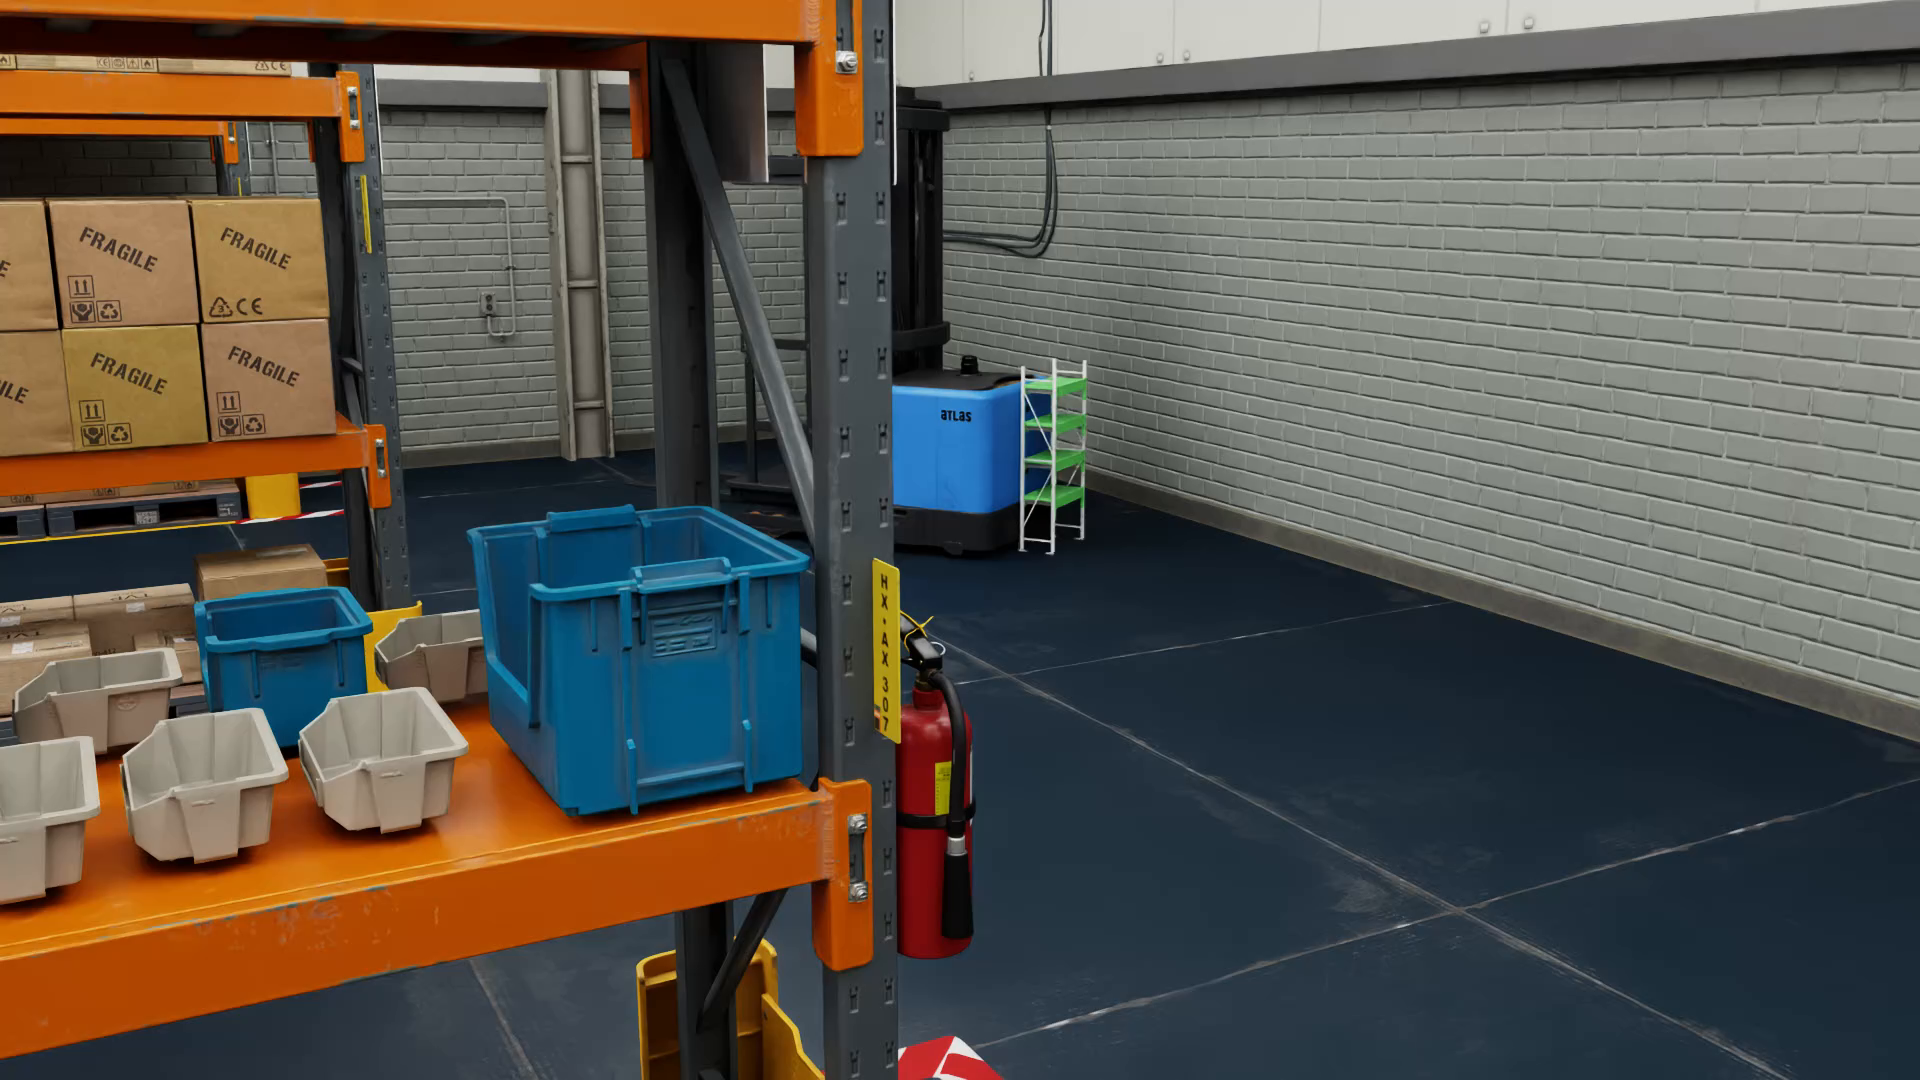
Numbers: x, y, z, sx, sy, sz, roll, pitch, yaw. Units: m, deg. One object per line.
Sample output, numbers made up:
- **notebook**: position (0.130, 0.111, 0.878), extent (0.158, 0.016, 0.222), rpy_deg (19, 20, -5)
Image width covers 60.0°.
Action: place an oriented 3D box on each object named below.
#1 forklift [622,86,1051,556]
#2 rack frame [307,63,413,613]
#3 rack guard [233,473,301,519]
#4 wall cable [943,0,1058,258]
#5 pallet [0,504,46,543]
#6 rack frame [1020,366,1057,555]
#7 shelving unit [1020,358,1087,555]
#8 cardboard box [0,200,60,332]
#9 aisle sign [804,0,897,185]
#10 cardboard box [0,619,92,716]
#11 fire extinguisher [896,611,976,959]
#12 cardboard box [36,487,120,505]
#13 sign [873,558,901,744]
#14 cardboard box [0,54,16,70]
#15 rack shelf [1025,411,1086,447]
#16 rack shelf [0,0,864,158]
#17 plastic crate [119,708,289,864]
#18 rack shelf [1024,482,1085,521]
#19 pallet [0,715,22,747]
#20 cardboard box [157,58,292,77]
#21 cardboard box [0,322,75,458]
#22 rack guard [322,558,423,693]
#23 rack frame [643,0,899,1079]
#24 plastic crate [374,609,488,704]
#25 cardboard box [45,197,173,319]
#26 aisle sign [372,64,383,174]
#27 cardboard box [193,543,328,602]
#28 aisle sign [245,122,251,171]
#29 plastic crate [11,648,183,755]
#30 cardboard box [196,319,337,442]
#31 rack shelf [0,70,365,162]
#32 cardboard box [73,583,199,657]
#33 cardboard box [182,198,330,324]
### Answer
- **forklift**: position (-0.930, -1.535, 11.254), extent (3.031, 2.935, 1.130), rpy_deg (6, 14, 27)
- **rack frame**: position (-2.781, -0.779, 7.737), extent (0.127, 3.000, 1.000), rpy_deg (-7, 14, -28)
- **rack guard**: position (-5.136, -0.516, 12.263), extent (0.348, 0.500, 1.175), rpy_deg (-7, 14, -28)
- **wall cable**: position (-0.022, -3.671, 13.997), extent (0.112, 2.526, 3.097), rpy_deg (-7, 14, -28)
- **pallet**: position (-6.891, -0.146, 11.276), extent (1.213, 0.211, 1.003), rpy_deg (-7, 14, -28)
- **rack frame**: position (0.499, -0.503, 10.612), extent (0.240, 1.200, 0.015), rpy_deg (6, 14, 26)
- **shelving unit**: position (0.609, -0.551, 10.824), extent (0.258, 1.200, 0.503), rpy_deg (6, 14, 26)
- **cardboard box**: position (-3.935, -1.107, 6.690), extent (0.500, 0.500, 0.500), rpy_deg (-6, 14, -26)
- **aisle sign**: position (-0.207, -1.043, 2.991), extent (0.004, 0.787, 0.394), rpy_deg (-7, 14, -28)
- **cardboard box**: position (-3.988, 0.547, 7.107), extent (0.500, 0.250, 0.500), rpy_deg (-7, 14, -28)
- **fire extinguisher**: position (-0.060, 0.468, 3.225), extent (0.183, 0.674, 0.296), rpy_deg (-7, 14, -28)
- **cardboard box**: position (-6.163, -0.573, 11.559), extent (0.500, 0.500, 0.700), rpy_deg (-7, 14, -28)
- **sign**: position (-0.133, 0.201, 3.012), extent (0.005, 0.325, 0.100), rpy_deg (-7, 14, -28)
- **cardboard box**: position (-3.982, -1.958, 6.489), extent (0.500, 0.250, 0.500), rpy_deg (-7, 14, -28)
- **rack shelf**: position (0.609, -0.723, 10.786), extent (0.258, 0.148, 0.480), rpy_deg (6, 14, 26)
- **rack shelf**: position (-2.166, -0.726, 2.308), extent (4.000, 0.370, 1.077), rpy_deg (-7, 14, -28)
- **plastic crate**: position (-1.301, 0.424, 2.857), extent (0.243, 0.136, 0.396), rpy_deg (-7, 14, -28)
- **rack shelf**: position (0.609, -0.254, 10.891), extent (0.258, 0.148, 0.480), rpy_deg (6, 14, 26)
- **pallet**: position (-4.616, 0.801, 7.068), extent (1.213, 0.211, 1.003), rpy_deg (-7, 14, -28)
- **cardboard box**: position (-3.105, -2.064, 6.958), extent (0.500, 0.250, 0.500), rpy_deg (-7, 14, -28)
- **cardboard box**: position (-3.938, -0.621, 6.810), extent (0.500, 0.500, 0.500), rpy_deg (-7, 14, -27)
- **rack guard**: position (-2.847, 0.449, 7.976), extent (0.348, 0.500, 1.175), rpy_deg (-7, 14, -28)
- **rack frame**: position (-0.409, 0.177, 3.491), extent (0.053, 2.616, 0.949), rpy_deg (-7, 14, -28)
- **plastic crate**: position (-1.106, 0.256, 3.604), extent (0.298, 0.136, 0.250), rpy_deg (-7, 14, -28)
- **cardboard box**: position (-3.752, -1.263, 7.384), extent (0.500, 0.500, 0.500), rpy_deg (-7, 14, -27)
- **aisle sign**: position (-2.574, -1.995, 7.221), extent (0.004, 0.787, 0.394), rpy_deg (-7, 14, -28)
- **cardboard box**: position (-3.140, 0.331, 7.498), extent (0.500, 0.500, 0.500), rpy_deg (-7, 14, -28)
- **aisle sign**: position (-4.951, -2.951, 11.469), extent (0.004, 0.787, 0.394), rpy_deg (-7, 14, -28)
- **plastic crate**: position (-1.702, 0.327, 3.286), extent (0.298, 0.136, 0.250), rpy_deg (-7, 14, -28)
- **cardboard box**: position (-3.043, -0.728, 7.284), extent (0.500, 0.500, 0.500), rpy_deg (-6, 14, -26)
- **rack shelf**: position (-4.536, -1.681, 6.552), extent (4.000, 0.370, 1.077), rpy_deg (-7, 14, -28)
- **cardboard box**: position (-3.833, 0.403, 7.746), extent (0.500, 0.250, 0.500), rpy_deg (-7, 14, -28)
- **cardboard box**: position (-3.040, -1.215, 7.173), extent (0.500, 0.500, 0.500), rpy_deg (-7, 14, -28)
